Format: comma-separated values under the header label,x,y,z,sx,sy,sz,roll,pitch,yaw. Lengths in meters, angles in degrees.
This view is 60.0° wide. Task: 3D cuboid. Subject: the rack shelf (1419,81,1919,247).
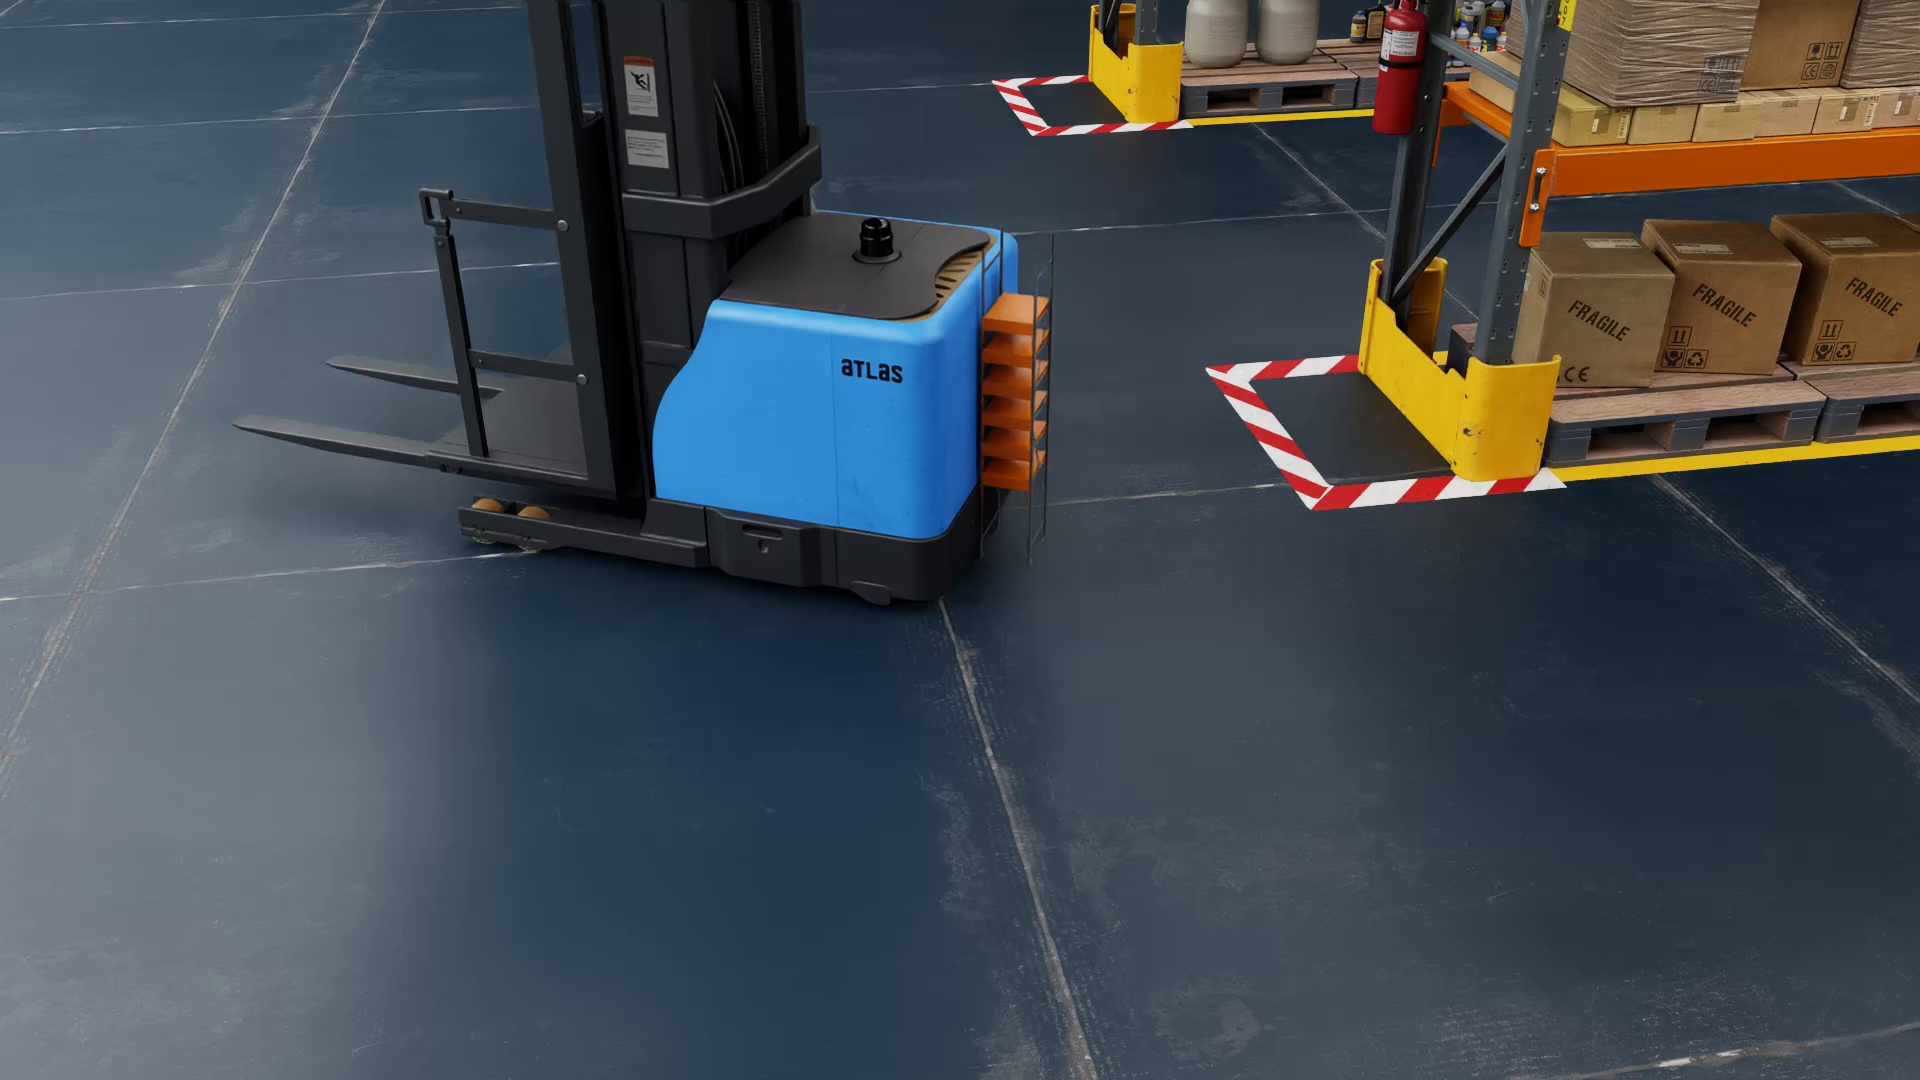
label,x,y,z,sx,sy,sz,roll,pitch,yaw
rack shelf,3.970,-1.693,6.879,4.000,0.370,1.077,-5,31,-9

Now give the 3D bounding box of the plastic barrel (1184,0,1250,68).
label,x,y,z,sx,sy,sz,roll,pitch,yaw
plastic barrel,1.744,-3.496,11.277,0.421,0.512,0.421,0,30,0

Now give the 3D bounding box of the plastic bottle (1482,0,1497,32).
label,x,y,z,sx,sy,sz,roll,pitch,yaw
plastic bottle,3.821,-3.795,11.991,0.133,0.283,0.061,-4,31,-7

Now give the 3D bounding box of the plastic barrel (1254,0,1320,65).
label,x,y,z,sx,sy,sz,roll,pitch,yaw
plastic barrel,2.237,-3.542,11.355,0.421,0.512,0.421,0,30,0

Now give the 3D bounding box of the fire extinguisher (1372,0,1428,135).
label,x,y,z,sx,sy,sz,roll,pitch,yaw
fire extinguisher,1.807,-2.006,6.779,0.183,0.674,0.296,-5,31,-9

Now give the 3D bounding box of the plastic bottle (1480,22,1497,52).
label,x,y,z,sx,sy,sz,roll,pitch,yaw
plastic bottle,3.585,-3.372,11.284,0.097,0.271,0.097,0,30,0

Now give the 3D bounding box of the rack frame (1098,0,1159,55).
label,x,y,z,sx,sy,sz,roll,pitch,yaw
rack frame,1.110,-4.290,10.586,0.127,3.000,1.000,-5,31,-9

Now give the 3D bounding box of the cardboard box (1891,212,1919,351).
label,x,y,z,sx,sy,sz,roll,pitch,yaw
cardboard box,4.378,-1.120,7.248,0.500,0.500,0.500,-8,31,-13

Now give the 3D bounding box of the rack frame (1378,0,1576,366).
label,x,y,z,sx,sy,sz,roll,pitch,yaw
rack frame,2.002,-1.820,6.386,0.127,3.000,1.000,-5,31,-9

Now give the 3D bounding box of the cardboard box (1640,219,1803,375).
label,x,y,z,sx,sy,sz,roll,pitch,yaw
cardboard box,3.202,-1.044,7.118,0.500,0.500,0.500,2,31,4

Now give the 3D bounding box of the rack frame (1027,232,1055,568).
label,x,y,z,sx,sy,sz,roll,pitch,yaw
rack frame,0.286,-0.473,5.871,0.006,1.200,0.240,9,32,15

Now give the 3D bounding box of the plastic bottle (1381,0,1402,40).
label,x,y,z,sx,sy,sz,roll,pitch,yaw
plastic bottle,3.091,-3.701,11.838,0.135,0.276,0.152,-5,31,-9

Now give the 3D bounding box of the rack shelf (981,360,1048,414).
label,x,y,z,sx,sy,sz,roll,pitch,yaw
rack shelf,0.199,-0.552,5.857,0.180,0.103,0.258,9,32,15

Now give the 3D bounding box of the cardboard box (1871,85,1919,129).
label,x,y,z,sx,sy,sz,roll,pitch,yaw
cardboard box,3.554,-1.737,6.492,0.250,0.149,0.380,-5,31,-9

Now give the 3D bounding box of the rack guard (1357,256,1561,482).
label,x,y,z,sx,sy,sz,roll,pitch,yaw
rack guard,2.077,-0.750,7.032,0.348,0.500,1.175,-5,31,-9

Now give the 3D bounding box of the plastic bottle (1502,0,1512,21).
label,x,y,z,sx,sy,sz,roll,pitch,yaw
plastic bottle,3.991,-3.819,11.964,0.185,0.351,0.144,-7,31,-11

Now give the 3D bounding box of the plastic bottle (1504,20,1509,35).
label,x,y,z,sx,sy,sz,roll,pitch,yaw
plastic bottle,3.796,-3.408,11.340,0.135,0.276,0.152,-5,31,-8

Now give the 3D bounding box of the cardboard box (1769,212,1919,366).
label,x,y,z,sx,sy,sz,roll,pitch,yaw
cardboard box,3.821,-1.092,7.199,0.500,0.500,0.500,-3,31,-4

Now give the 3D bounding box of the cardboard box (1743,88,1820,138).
label,x,y,z,sx,sy,sz,roll,pitch,yaw
cardboard box,3.066,-1.681,6.397,0.250,0.149,0.380,-5,31,-9

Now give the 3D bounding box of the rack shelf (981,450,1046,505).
label,x,y,z,sx,sy,sz,roll,pitch,yaw
rack shelf,0.199,-0.242,6.039,0.180,0.103,0.258,9,32,15

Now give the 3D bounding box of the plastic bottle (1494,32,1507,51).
label,x,y,z,sx,sy,sz,roll,pitch,yaw
plastic bottle,3.685,-3.351,11.317,0.097,0.201,0.097,0,30,0

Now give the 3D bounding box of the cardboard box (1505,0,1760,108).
label,x,y,z,sx,sy,sz,roll,pitch,yaw
cardboard box,2.548,-2.028,6.348,0.500,0.500,0.875,-5,31,-9

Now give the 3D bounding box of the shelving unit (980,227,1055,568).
label,x,y,z,sx,sy,sz,roll,pitch,yaw
shelving unit,0.199,-0.487,5.895,0.189,1.200,0.258,9,32,15

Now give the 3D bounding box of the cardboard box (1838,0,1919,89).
label,x,y,z,sx,sy,sz,roll,pitch,yaw
cardboard box,3.518,-2.158,6.568,0.500,0.500,0.875,-5,31,-9

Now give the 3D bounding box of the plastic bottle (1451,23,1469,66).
label,x,y,z,sx,sy,sz,roll,pitch,yaw
plastic bottle,3.385,-3.354,11.252,0.097,0.271,0.097,0,30,0

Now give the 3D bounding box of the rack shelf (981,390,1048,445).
label,x,y,z,sx,sy,sz,roll,pitch,yaw
rack shelf,0.199,-0.449,5.917,0.180,0.103,0.258,9,32,15

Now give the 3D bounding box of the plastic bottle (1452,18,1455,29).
label,x,y,z,sx,sy,sz,roll,pitch,yaw
plastic bottle,3.454,-3.642,11.812,0.097,0.201,0.097,0,30,0

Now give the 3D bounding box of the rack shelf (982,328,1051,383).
label,x,y,z,sx,sy,sz,roll,pitch,yaw
rack shelf,0.199,-0.656,5.796,0.180,0.103,0.258,9,32,15

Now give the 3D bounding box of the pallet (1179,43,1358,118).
label,x,y,z,sx,sy,sz,roll,pitch,yaw
pallet,1.977,-3.190,11.466,1.213,0.211,1.003,-5,31,-9

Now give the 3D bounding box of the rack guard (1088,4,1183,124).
label,x,y,z,sx,sy,sz,roll,pitch,yaw
rack guard,1.177,-3.243,11.271,0.348,0.500,1.175,-5,31,-9

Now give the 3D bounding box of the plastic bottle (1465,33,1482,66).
label,x,y,z,sx,sy,sz,roll,pitch,yaw
plastic bottle,3.483,-3.333,11.285,0.097,0.201,0.097,0,30,0

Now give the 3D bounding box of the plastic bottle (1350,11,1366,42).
label,x,y,z,sx,sy,sz,roll,pitch,yaw
plastic bottle,2.838,-3.659,11.841,0.097,0.201,0.097,0,30,0

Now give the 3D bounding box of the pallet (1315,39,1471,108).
label,x,y,z,sx,sy,sz,roll,pitch,yaw
pallet,3.174,-3.299,11.653,1.213,0.211,1.003,-5,31,-9

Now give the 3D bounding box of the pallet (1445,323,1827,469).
label,x,y,z,sx,sy,sz,roll,pitch,yaw
pallet,2.883,-0.682,7.201,1.213,0.211,1.003,-5,31,-9

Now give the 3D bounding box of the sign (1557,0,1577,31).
label,x,y,z,sx,sy,sz,roll,pitch,yaw
sign,2.100,-1.923,5.707,0.005,0.325,0.100,-5,31,-9

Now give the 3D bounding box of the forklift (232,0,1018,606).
label,x,y,z,sx,sy,sz,roll,pitch,yaw
forklift,-1.350,-1.462,5.844,3.031,2.935,1.130,9,32,15

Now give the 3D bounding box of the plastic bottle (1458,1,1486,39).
label,x,y,z,sx,sy,sz,roll,pitch,yaw
plastic bottle,3.624,-3.676,11.795,0.135,0.276,0.152,-5,31,-9

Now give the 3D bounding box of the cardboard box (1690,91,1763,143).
label,x,y,z,sx,sy,sz,roll,pitch,yaw
cardboard box,2.824,-1.648,6.341,0.250,0.149,0.380,-5,31,-9

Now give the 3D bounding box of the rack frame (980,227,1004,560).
label,x,y,z,sx,sy,sz,roll,pitch,yaw
rack frame,0.111,-0.501,5.919,0.006,1.200,0.240,9,32,15

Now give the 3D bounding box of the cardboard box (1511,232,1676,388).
label,x,y,z,sx,sy,sz,roll,pitch,yaw
cardboard box,2.620,-0.972,6.996,0.500,0.500,0.500,0,30,0

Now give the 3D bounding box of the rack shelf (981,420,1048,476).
label,x,y,z,sx,sy,sz,roll,pitch,yaw
rack shelf,0.199,-0.346,5.978,0.180,0.103,0.258,9,32,15

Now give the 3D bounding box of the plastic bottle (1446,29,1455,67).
label,x,y,z,sx,sy,sz,roll,pitch,yaw
plastic bottle,3.287,-3.345,11.237,0.097,0.271,0.097,0,30,0

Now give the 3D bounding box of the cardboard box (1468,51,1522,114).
label,x,y,z,sx,sy,sz,roll,pitch,yaw
cardboard box,2.246,-1.841,6.669,0.250,0.149,0.380,-5,31,-9

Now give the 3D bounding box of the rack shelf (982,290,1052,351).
label,x,y,z,sx,sy,sz,roll,pitch,yaw
rack shelf,0.199,-0.759,5.735,0.180,0.103,0.258,9,32,15

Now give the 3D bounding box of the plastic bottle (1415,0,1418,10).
label,x,y,z,sx,sy,sz,roll,pitch,yaw
plastic bottle,3.227,-3.713,11.859,0.135,0.276,0.152,-6,31,-10

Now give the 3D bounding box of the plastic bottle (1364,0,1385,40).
label,x,y,z,sx,sy,sz,roll,pitch,yaw
plastic bottle,2.950,-3.714,11.854,0.133,0.283,0.061,-5,31,-8

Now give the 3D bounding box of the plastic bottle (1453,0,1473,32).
label,x,y,z,sx,sy,sz,roll,pitch,yaw
plastic bottle,3.572,-3.780,11.898,0.185,0.351,0.144,-6,31,-9

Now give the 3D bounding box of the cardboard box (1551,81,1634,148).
label,x,y,z,sx,sy,sz,roll,pitch,yaw
cardboard box,2.326,-1.619,6.292,0.250,0.149,0.380,-5,31,-9

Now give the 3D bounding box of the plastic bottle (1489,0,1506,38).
label,x,y,z,sx,sy,sz,roll,pitch,yaw
plastic bottle,3.853,-3.752,11.930,0.097,0.271,0.097,0,30,0

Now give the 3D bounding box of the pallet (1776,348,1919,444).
label,x,y,z,sx,sy,sz,roll,pitch,yaw
pallet,4.080,-0.791,7.388,1.213,0.211,1.003,-5,31,-9

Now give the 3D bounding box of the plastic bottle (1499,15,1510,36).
label,x,y,z,sx,sy,sz,roll,pitch,yaw
plastic bottle,3.777,-3.464,11.428,0.133,0.283,0.061,-5,31,-9

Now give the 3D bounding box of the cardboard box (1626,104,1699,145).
label,x,y,z,sx,sy,sz,roll,pitch,yaw
cardboard box,2.575,-1.632,6.315,0.250,0.149,0.380,-5,31,-9

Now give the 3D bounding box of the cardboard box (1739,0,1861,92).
label,x,y,z,sx,sy,sz,roll,pitch,yaw
cardboard box,3.019,-2.134,6.527,0.500,0.500,0.875,-5,31,-9

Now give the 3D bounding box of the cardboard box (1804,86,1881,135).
label,x,y,z,sx,sy,sz,roll,pitch,yaw
cardboard box,3.313,-1.700,6.430,0.250,0.149,0.380,-5,31,-9
